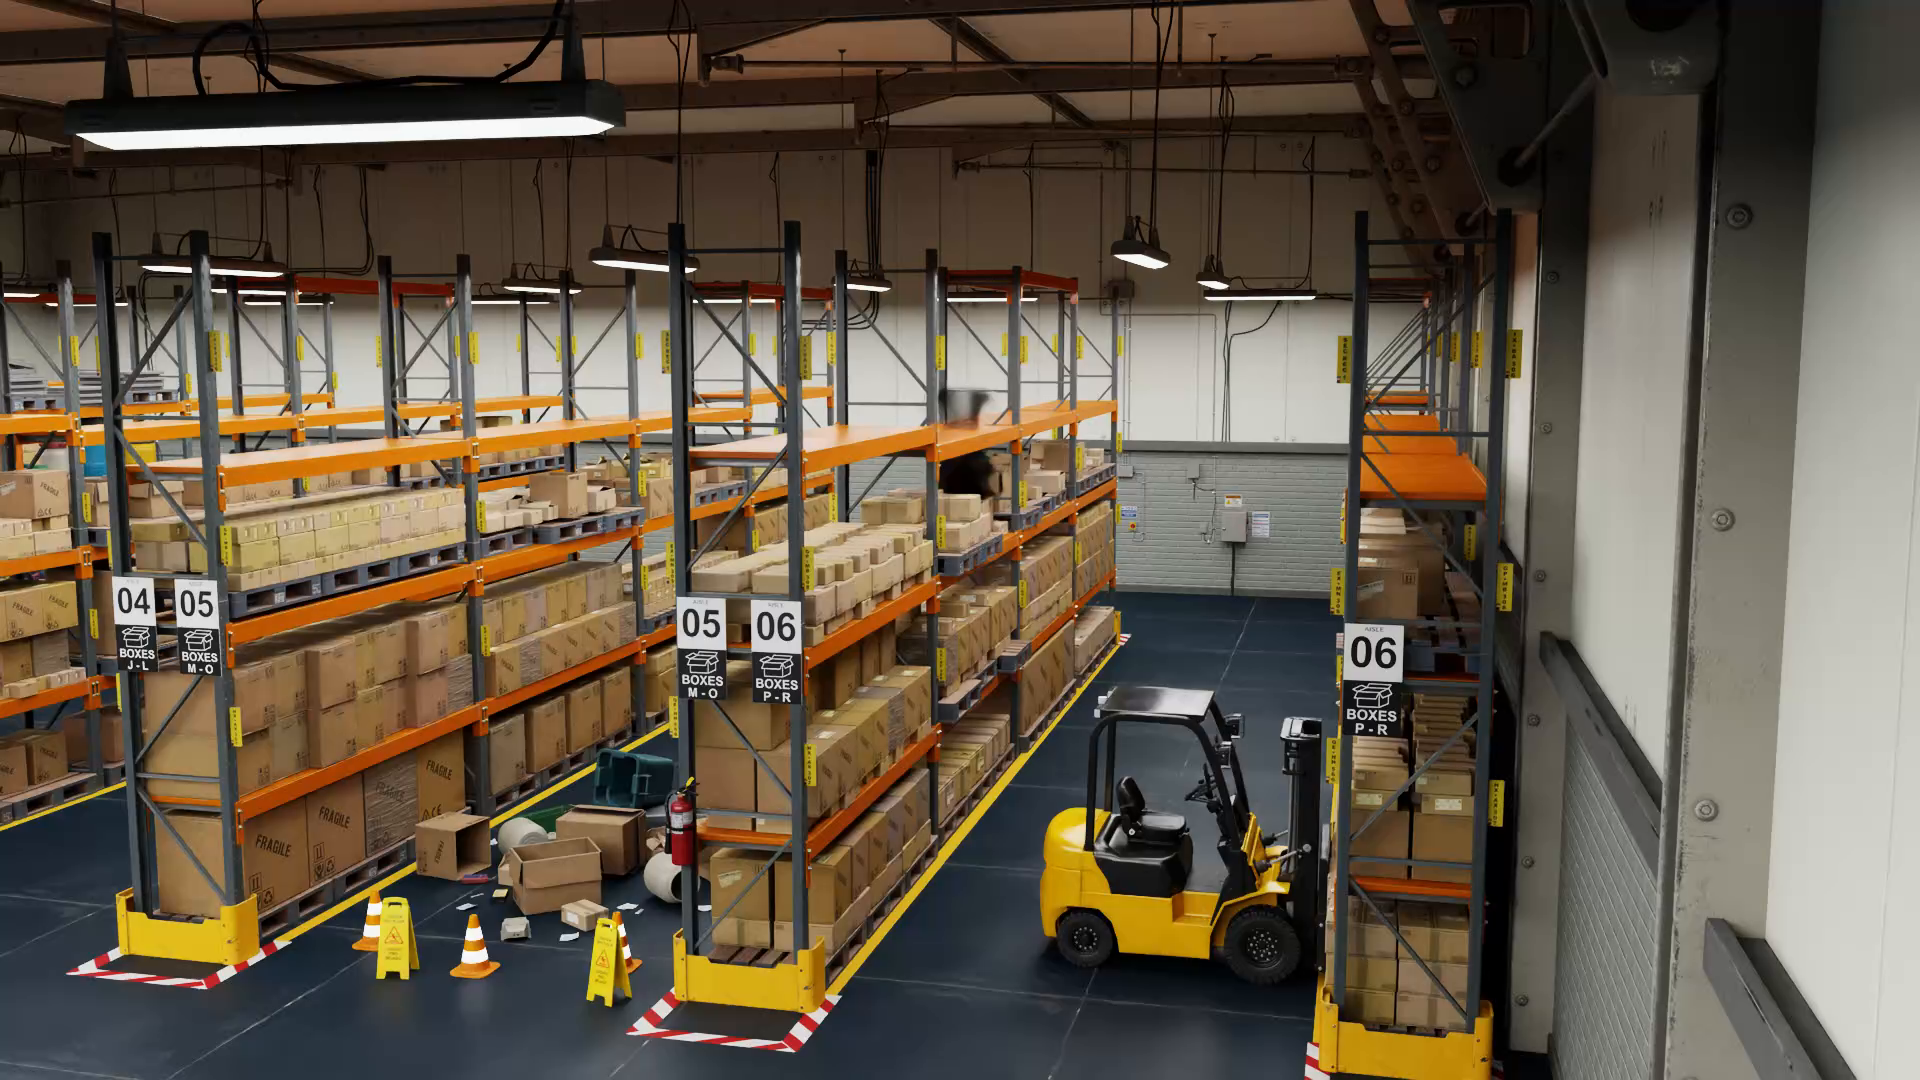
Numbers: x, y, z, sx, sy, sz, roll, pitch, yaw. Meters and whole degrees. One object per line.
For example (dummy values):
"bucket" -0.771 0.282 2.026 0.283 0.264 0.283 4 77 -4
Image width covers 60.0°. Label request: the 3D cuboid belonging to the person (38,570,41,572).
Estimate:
"person" -15.925 0.847 29.235 0.517 1.560 0.660 1 7 8
